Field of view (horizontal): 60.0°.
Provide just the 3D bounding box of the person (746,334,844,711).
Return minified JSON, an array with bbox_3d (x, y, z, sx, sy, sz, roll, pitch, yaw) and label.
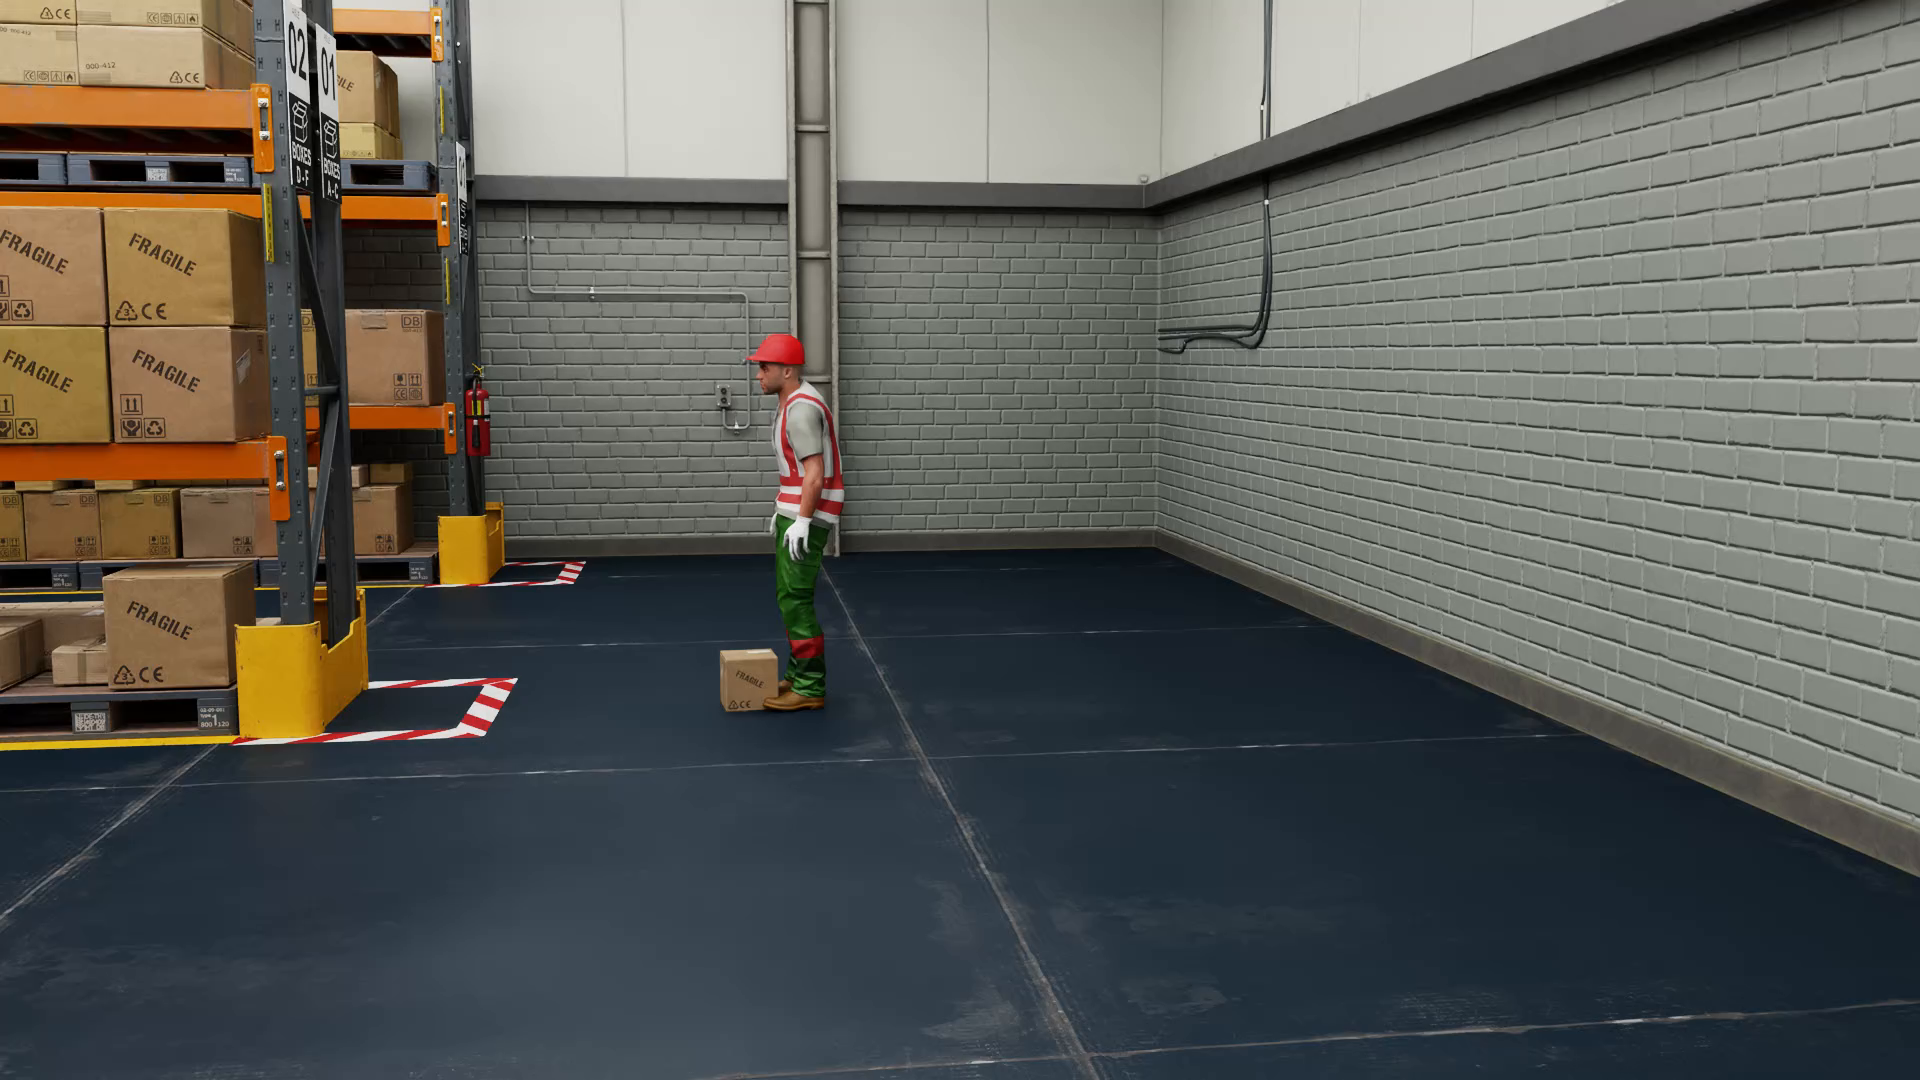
[{"bbox_3d":[-0.788,-0.088,7.925,0.452,1.779,0.618,-1,7,-12],"label":"person"}]
